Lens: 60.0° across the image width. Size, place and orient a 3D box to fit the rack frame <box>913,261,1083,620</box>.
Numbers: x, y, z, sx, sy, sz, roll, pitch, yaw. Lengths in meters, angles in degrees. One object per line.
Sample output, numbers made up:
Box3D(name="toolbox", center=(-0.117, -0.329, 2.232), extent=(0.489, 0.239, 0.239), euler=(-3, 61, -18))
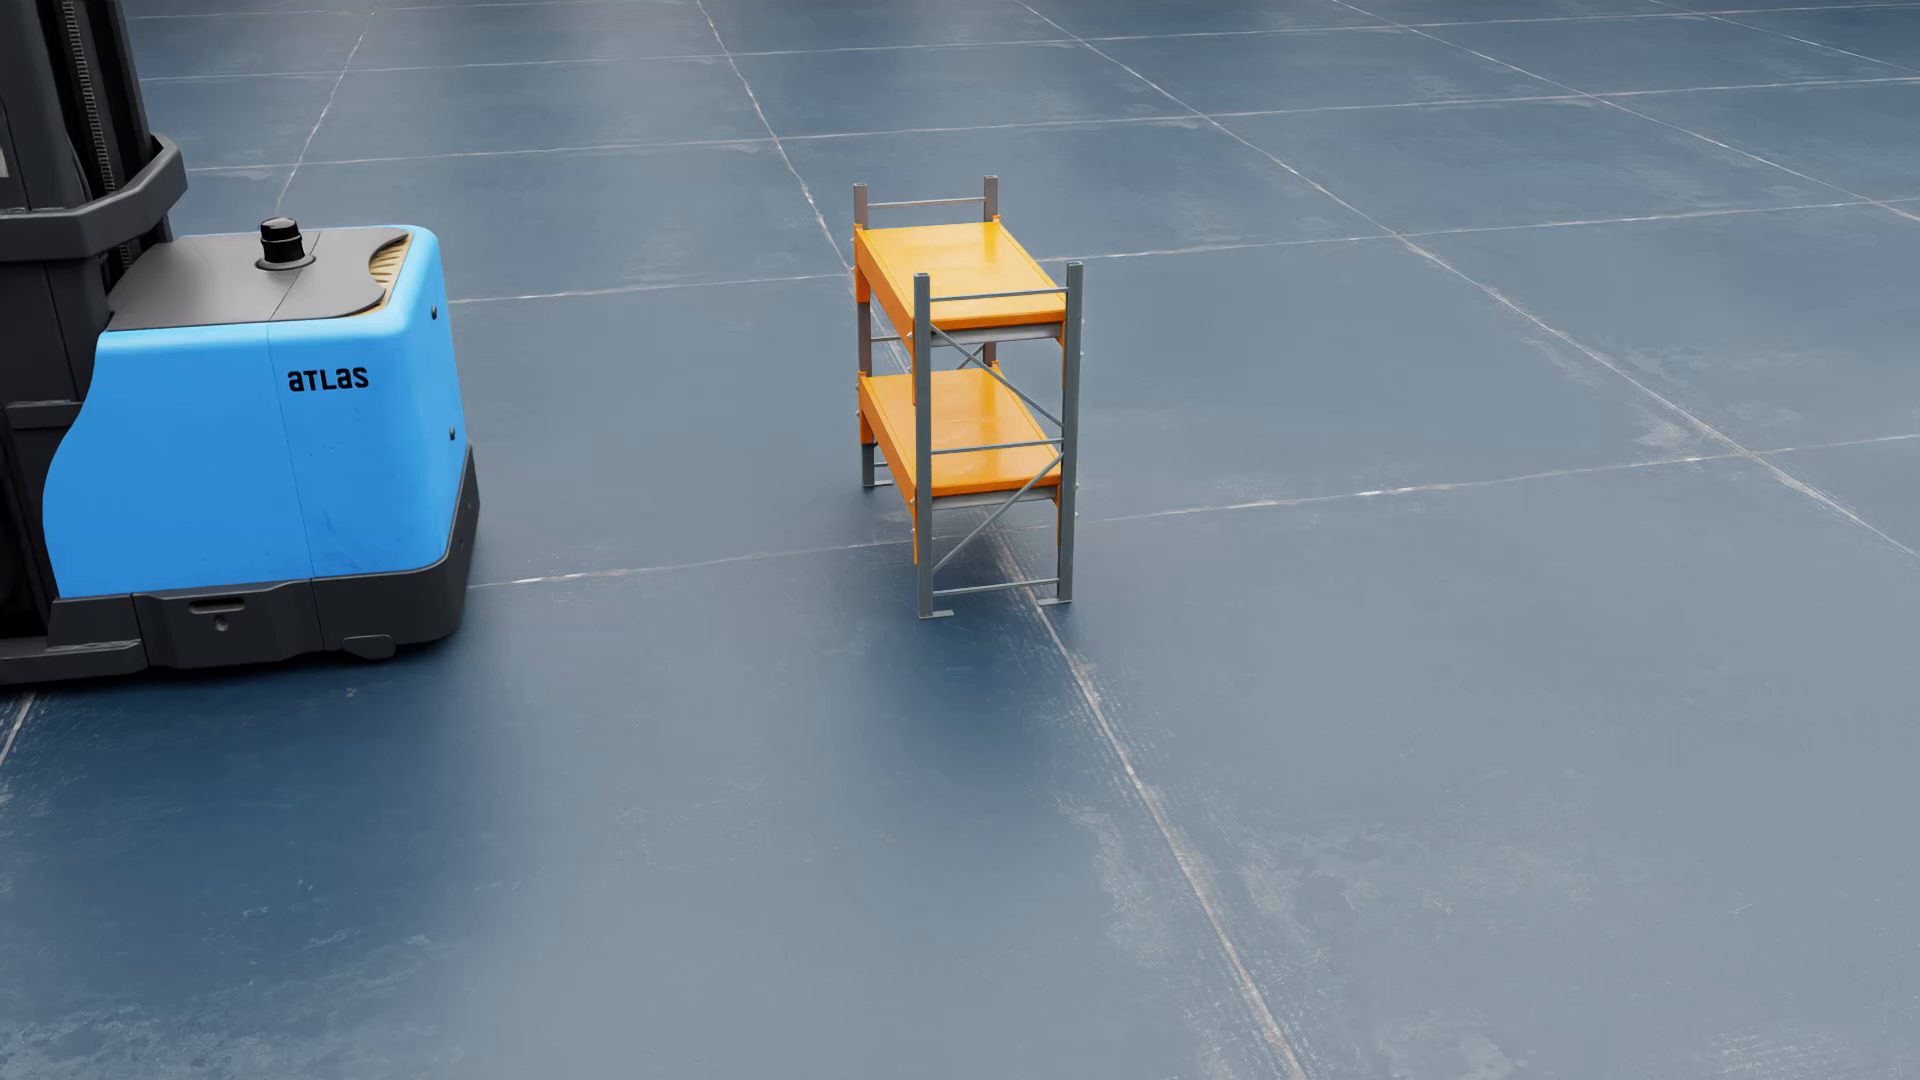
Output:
Box3D(name="rack frame", center=(0.113, -0.282, 5.060), extent=(0.500, 1.125, 0.032), euler=(-6, 27, -12))

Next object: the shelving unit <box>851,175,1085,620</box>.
Box3D(name="shelving unit", center=(-0.002, -0.505, 5.502), extent=(0.538, 1.125, 1.048), euler=(-6, 27, -12))

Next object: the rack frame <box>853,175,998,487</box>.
Box3D(name="rack frame", center=(-0.116, -0.728, 5.945), extent=(0.500, 1.125, 0.032), euler=(-6, 27, -12))

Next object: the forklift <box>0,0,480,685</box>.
Box3D(name="forklift", center=(-3.096, -1.054, 4.586), extent=(3.031, 2.935, 1.130), euler=(-5, 27, -9))

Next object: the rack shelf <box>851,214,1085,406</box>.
Box3D(name="rack shelf", center=(-0.002, -0.766, 5.371), extent=(0.538, 0.278, 1.000), euler=(-6, 27, -12))

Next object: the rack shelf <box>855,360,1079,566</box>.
Box3D(name="rack shelf", center=(-0.002, -0.287, 5.613), extent=(0.538, 0.278, 1.000), euler=(-6, 27, -12))
